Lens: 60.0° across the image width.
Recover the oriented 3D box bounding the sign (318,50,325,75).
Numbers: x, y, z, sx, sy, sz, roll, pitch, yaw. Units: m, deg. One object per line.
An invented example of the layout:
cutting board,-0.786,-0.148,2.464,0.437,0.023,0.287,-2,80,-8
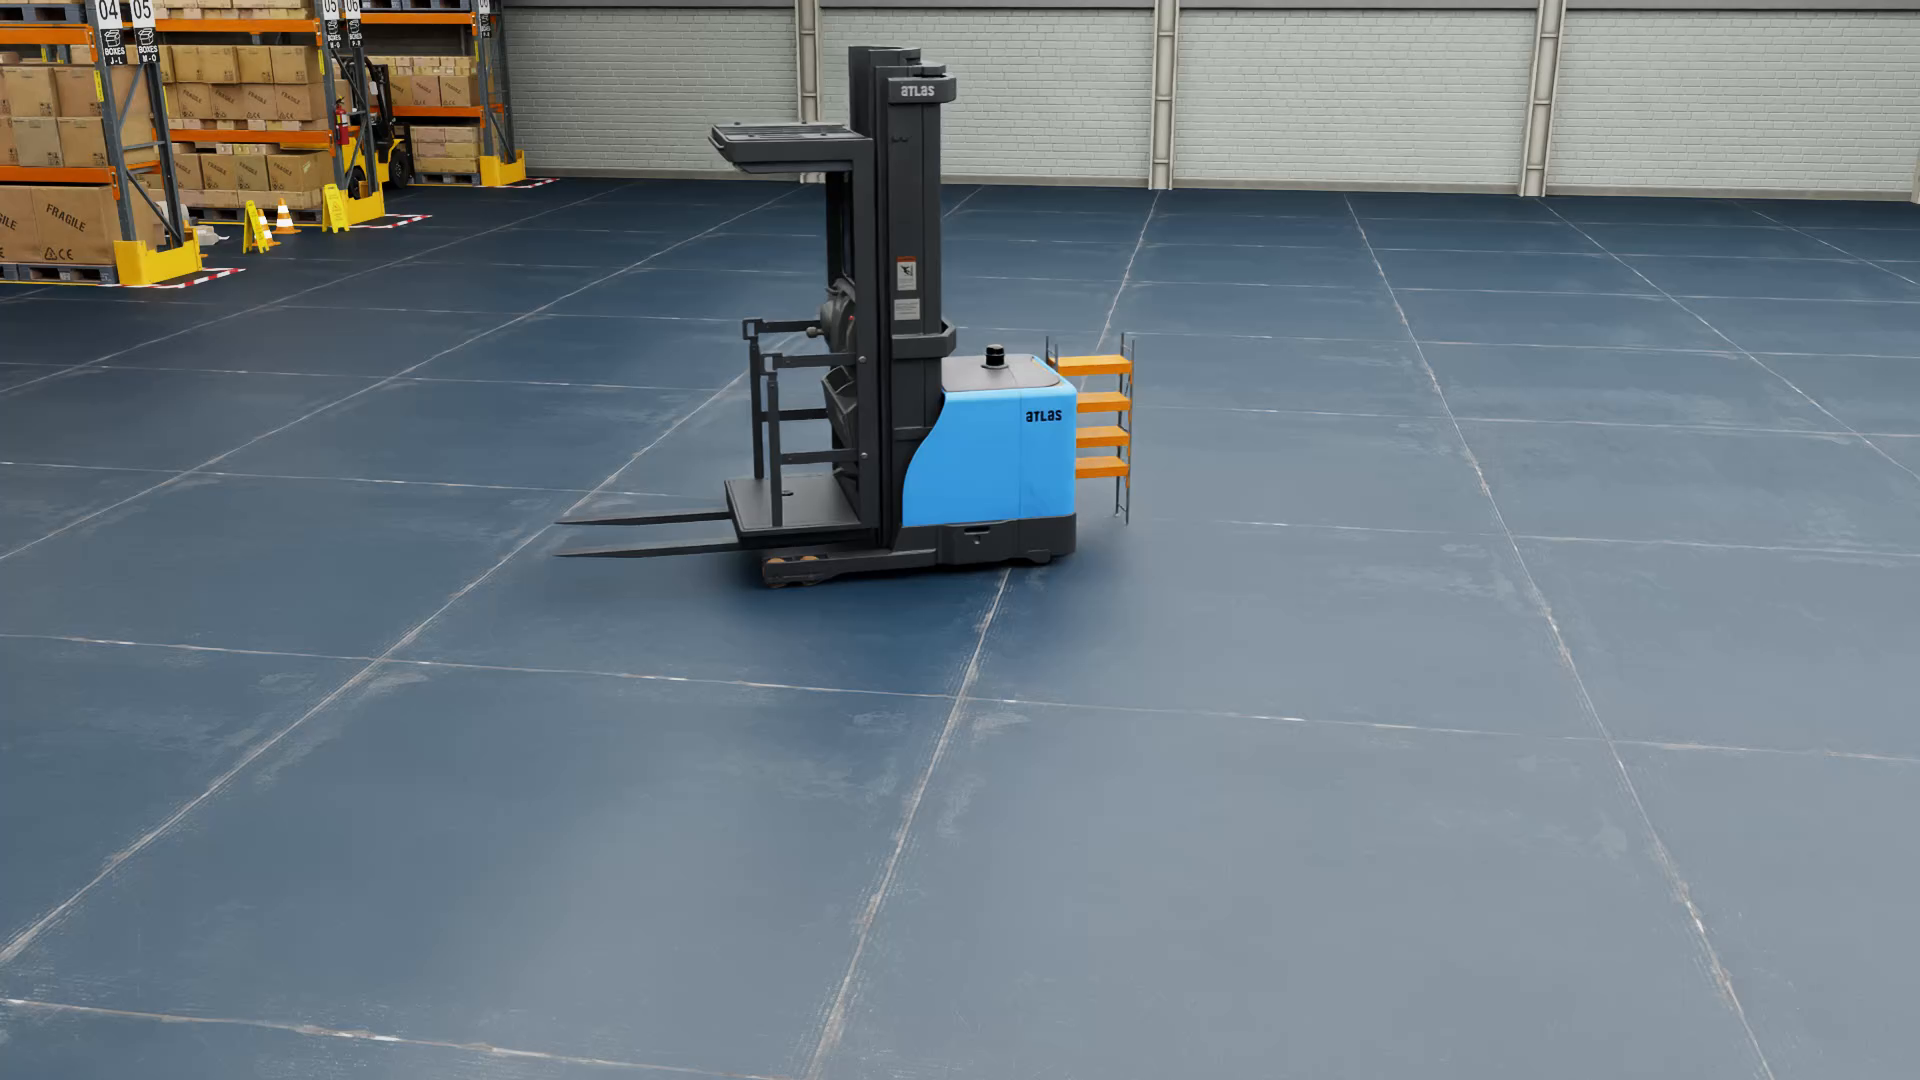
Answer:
sign,-8.820,-6.596,22.968,0.005,0.325,0.100,3,19,9

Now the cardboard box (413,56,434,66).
cardboard box,-9.061,-8.117,28.186,0.250,0.149,0.380,3,19,9

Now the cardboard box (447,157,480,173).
cardboard box,-8.443,-6.445,28.511,0.500,0.250,0.500,3,19,9

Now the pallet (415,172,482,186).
pallet,-8.690,-6.329,28.885,1.213,0.211,1.003,3,19,9

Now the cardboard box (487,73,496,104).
cardboard box,-8.374,-7.785,28.685,0.500,0.500,0.500,4,19,10

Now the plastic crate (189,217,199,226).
plastic crate,-11.242,-4.551,23.779,0.583,0.080,0.402,-3,19,-10

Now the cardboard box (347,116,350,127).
cardboard box,-9.015,-6.033,24.003,0.250,0.149,0.380,3,19,9

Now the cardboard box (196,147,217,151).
cardboard box,-11.029,-5.526,24.582,0.500,0.500,0.500,4,19,12

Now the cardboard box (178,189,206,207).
cardboard box,-11.069,-5.003,24.201,0.500,0.250,0.500,3,19,8

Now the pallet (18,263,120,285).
pallet,-10.200,-3.208,19.558,1.213,0.211,1.003,3,19,9

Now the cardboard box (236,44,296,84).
cardboard box,-9.750,-6.718,23.452,0.500,0.500,0.700,3,19,9

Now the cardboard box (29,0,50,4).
cardboard box,-10.029,-5.988,18.321,0.250,0.149,0.380,3,19,9

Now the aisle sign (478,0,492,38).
aisle sign,-7.911,-8.763,27.669,0.004,0.787,0.394,3,19,9

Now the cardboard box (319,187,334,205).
cardboard box,-9.465,-5.093,24.468,0.500,0.250,0.500,3,19,8

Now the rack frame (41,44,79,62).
rack frame,-15.828,-8.028,29.570,0.127,3.000,1.000,3,19,9

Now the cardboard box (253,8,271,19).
cardboard box,-9.617,-7.330,23.153,0.250,0.149,0.380,3,19,10

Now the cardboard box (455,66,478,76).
cardboard box,-8.316,-7.910,28.037,0.250,0.149,0.380,3,19,9

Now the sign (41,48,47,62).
sign,-15.904,-8.369,28.889,0.005,0.325,0.100,3,19,9

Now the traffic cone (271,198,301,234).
traffic cone,-9.342,-4.485,22.978,0.334,0.463,0.336,3,19,9

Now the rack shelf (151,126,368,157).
rack shelf,-10.687,-5.830,24.133,4.000,0.370,1.077,3,19,9

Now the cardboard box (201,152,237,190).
cardboard box,-10.558,-5.333,24.003,0.500,0.500,0.500,2,19,7

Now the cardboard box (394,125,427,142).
cardboard box,-9.438,-6.967,28.493,0.500,0.250,0.500,3,19,9

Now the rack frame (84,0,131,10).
rack frame,-9.398,-7.359,18.116,0.127,3.000,1.000,3,19,9

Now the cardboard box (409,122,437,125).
cardboard box,-9.359,-7.131,28.984,0.500,0.250,0.500,3,19,8

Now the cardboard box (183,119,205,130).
cardboard box,-10.887,-5.965,23.799,0.250,0.149,0.380,3,19,8

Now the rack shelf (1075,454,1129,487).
rack shelf,0.803,-0.427,10.527,0.480,0.148,0.258,-4,19,-12

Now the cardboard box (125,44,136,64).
cardboard box,-11.761,-6.812,23.732,0.500,0.500,0.700,3,19,9

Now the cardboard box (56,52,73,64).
cardboard box,-13.070,-7.101,24.489,0.250,0.149,0.380,3,19,8

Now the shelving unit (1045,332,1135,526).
shelving unit,0.803,-0.679,10.442,0.503,1.200,0.258,-4,19,-12

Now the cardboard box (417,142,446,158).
cardboard box,-8.952,-6.713,28.523,0.500,0.250,0.500,3,19,8

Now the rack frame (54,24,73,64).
rack frame,-12.662,-6.272,24.320,0.127,3.000,1.000,3,19,9

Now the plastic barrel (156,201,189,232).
plastic barrel,-10.992,-4.478,23.020,0.512,0.421,0.421,-15,24,-38

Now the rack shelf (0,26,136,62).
rack shelf,-11.372,-5.697,19.007,4.000,0.370,1.077,3,19,9

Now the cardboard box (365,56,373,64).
cardboard box,-10.077,-8.167,28.336,0.250,0.149,0.380,3,19,9

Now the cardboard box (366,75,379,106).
cardboard box,-9.971,-7.692,28.408,0.500,0.500,0.500,3,19,9

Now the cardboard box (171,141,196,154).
cardboard box,-11.234,-5.653,23.938,0.250,0.149,0.380,4,19,12

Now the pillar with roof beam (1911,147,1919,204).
pillar with roof beam,14.540,-8.231,20.722,0.400,9.000,9.100,3,19,9

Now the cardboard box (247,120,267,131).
cardboard box,-9.892,-5.904,23.617,0.250,0.149,0.380,3,19,10

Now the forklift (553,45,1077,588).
forklift,-0.881,-1.301,9.571,3.031,2.935,1.130,-4,19,-12

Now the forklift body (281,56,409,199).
forklift body,-10.090,-6.747,27.078,1.214,2.155,2.313,3,19,9

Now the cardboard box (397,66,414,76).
cardboard box,-9.333,-7.961,28.188,0.250,0.149,0.380,2,19,7

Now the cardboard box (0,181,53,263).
cardboard box,-10.947,-3.763,19.509,0.875,0.875,0.875,3,19,8

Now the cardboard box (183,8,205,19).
cardboard box,-10.633,-7.367,23.263,0.250,0.149,0.380,3,19,8

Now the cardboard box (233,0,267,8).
cardboard box,-9.755,-7.534,23.133,0.500,0.250,0.500,3,19,8

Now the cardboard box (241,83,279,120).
cardboard box,-9.786,-6.227,23.558,0.500,0.500,0.500,3,19,9
